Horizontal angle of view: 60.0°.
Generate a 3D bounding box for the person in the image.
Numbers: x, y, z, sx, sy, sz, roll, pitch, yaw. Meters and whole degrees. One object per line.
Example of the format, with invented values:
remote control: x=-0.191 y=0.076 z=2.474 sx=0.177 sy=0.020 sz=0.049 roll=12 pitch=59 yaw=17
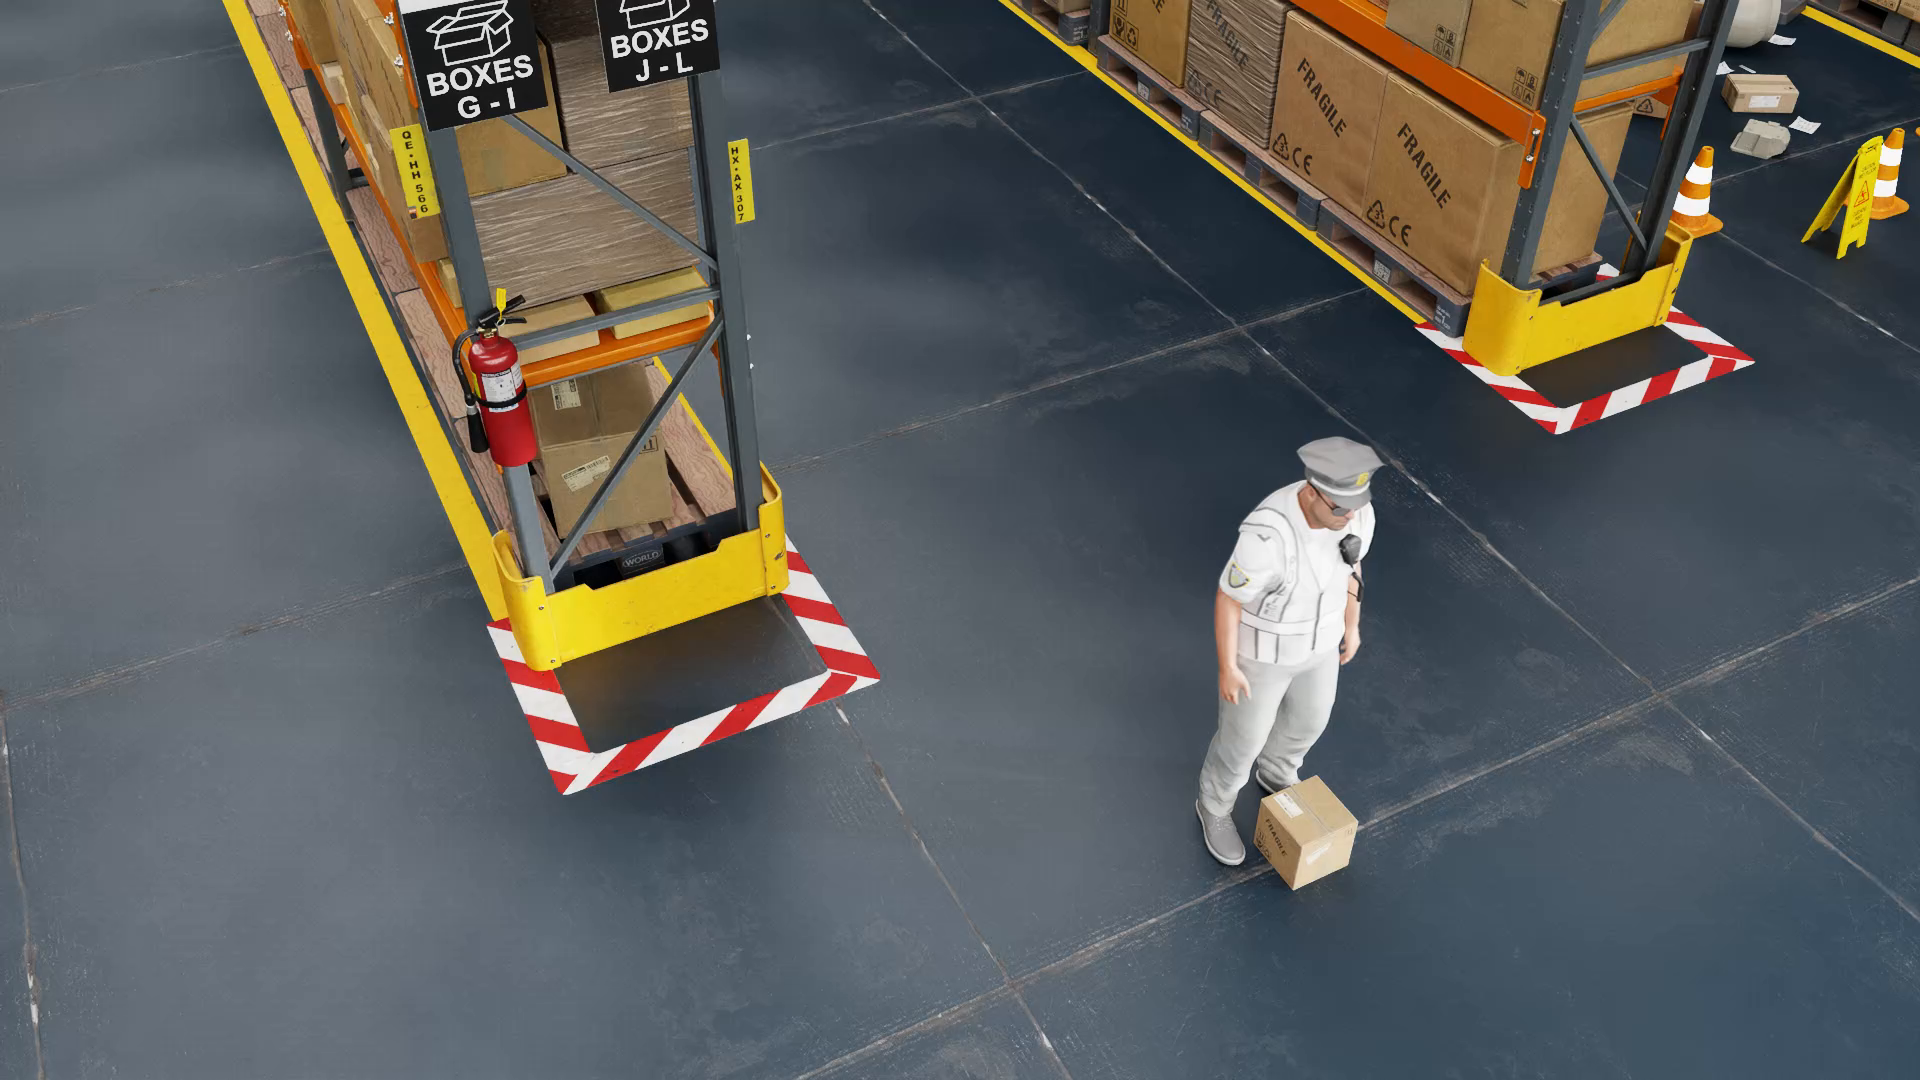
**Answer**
person: x=1.121 y=0.345 z=5.755 sx=0.587 sy=1.748 sz=0.438 roll=-19 pitch=44 yaw=-20
